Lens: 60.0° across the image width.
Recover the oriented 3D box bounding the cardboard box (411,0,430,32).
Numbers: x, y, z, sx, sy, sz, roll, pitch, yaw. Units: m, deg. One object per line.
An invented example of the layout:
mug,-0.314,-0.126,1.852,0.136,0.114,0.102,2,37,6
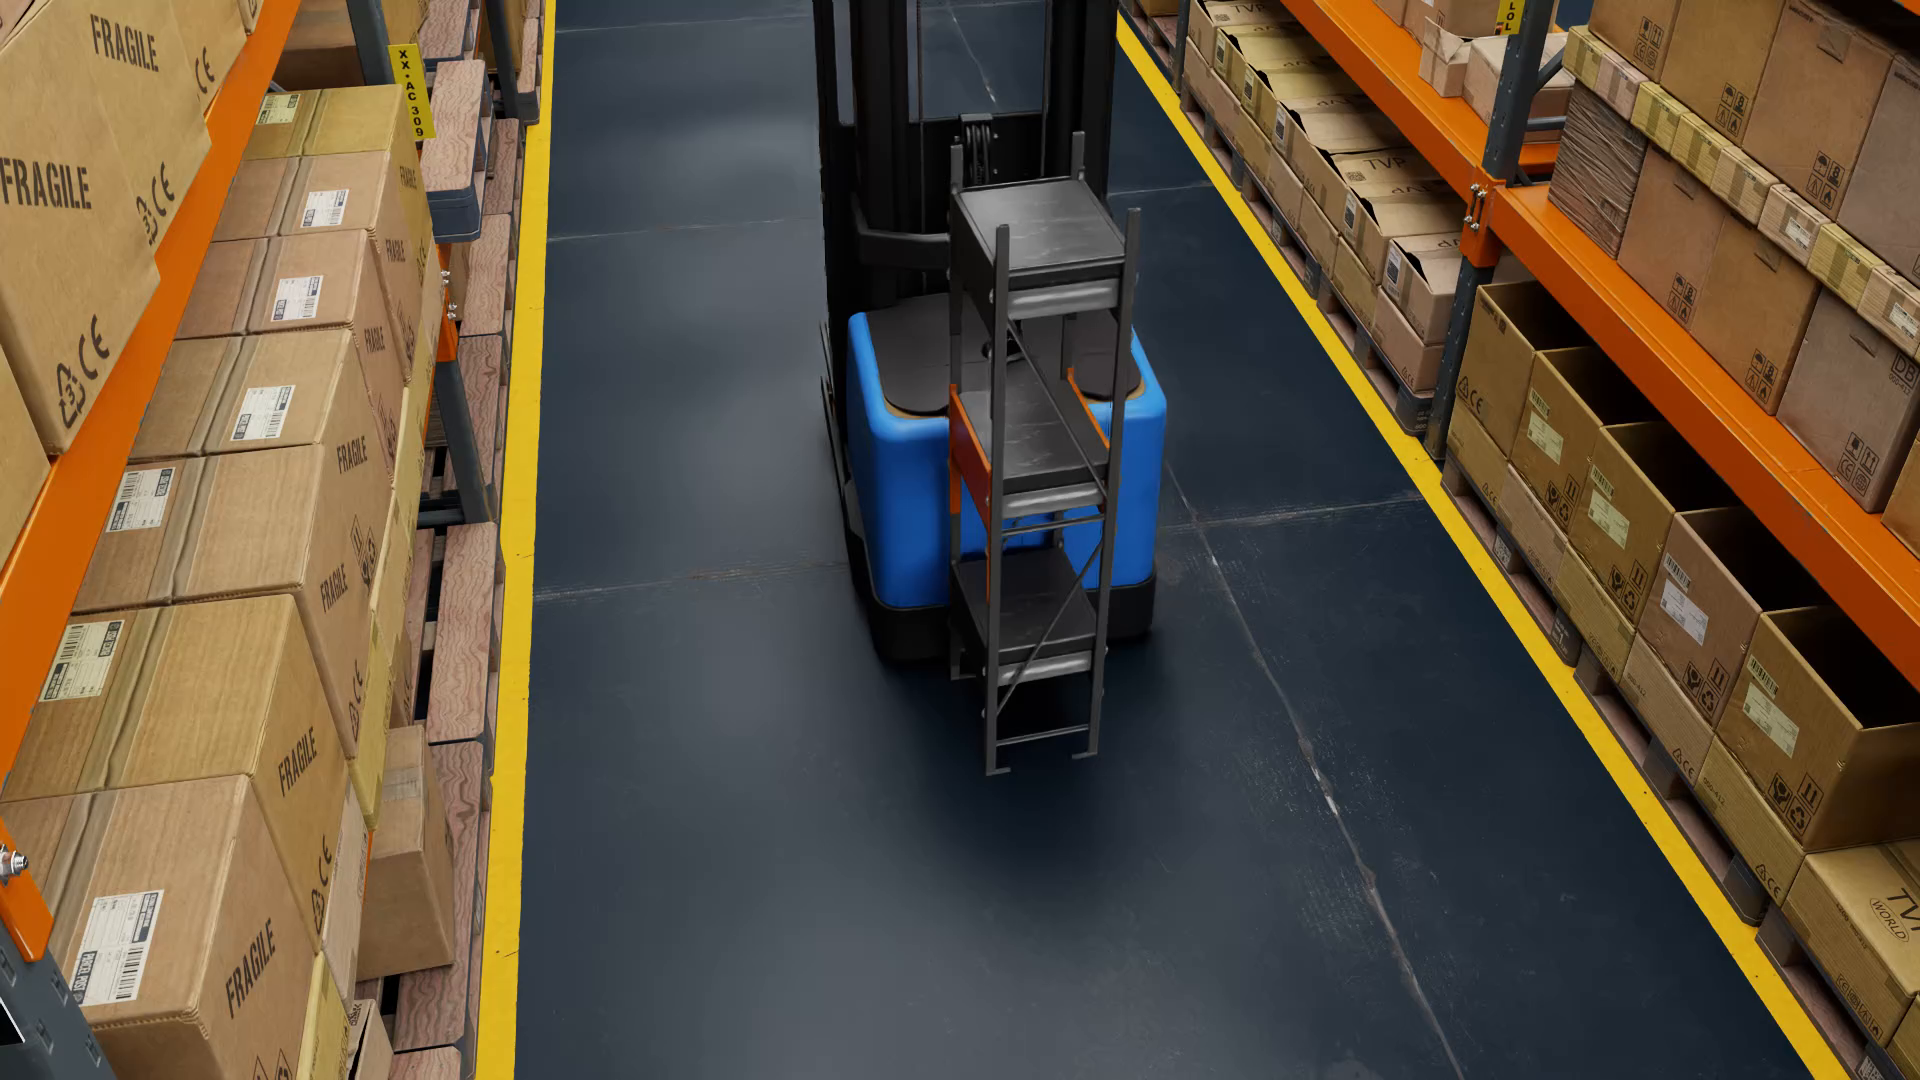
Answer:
cardboard box,-2.642,-2.333,6.868,0.700,0.500,0.500,-1,38,-2

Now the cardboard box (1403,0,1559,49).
cardboard box,2.316,-2.434,7.357,0.500,0.500,0.500,-4,38,-5

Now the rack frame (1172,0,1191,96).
rack frame,1.826,-4.027,9.488,1.000,3.000,0.127,-6,38,-8

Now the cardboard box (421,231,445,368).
cardboard box,-1.968,-0.771,5.403,0.500,0.250,0.500,-6,38,-8

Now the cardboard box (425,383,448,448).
cardboard box,-2.494,-0.705,6.892,0.700,0.500,0.500,-5,38,-6

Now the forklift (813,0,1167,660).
forklift,-0.017,-1.620,6.447,1.130,2.935,3.031,-6,38,-7

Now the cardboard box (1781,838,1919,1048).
cardboard box,2.744,1.132,4.747,0.500,0.250,0.500,-6,38,-8

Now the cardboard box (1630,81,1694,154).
cardboard box,2.475,-1.416,5.518,0.380,0.149,0.250,-7,38,-9

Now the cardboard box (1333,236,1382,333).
cardboard box,2.082,-1.216,7.769,0.500,0.250,0.500,-7,38,-9

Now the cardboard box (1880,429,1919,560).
cardboard box,2.981,-0.135,4.397,0.700,0.500,0.500,-6,38,-8

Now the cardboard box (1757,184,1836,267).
cardboard box,2.614,-0.945,4.912,0.380,0.149,0.250,-7,38,-9

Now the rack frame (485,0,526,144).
rack frame,-3.050,-3.492,8.800,1.000,3.000,0.127,-6,38,-8

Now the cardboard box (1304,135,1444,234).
cardboard box,1.991,-1.741,7.988,0.500,0.311,0.500,-6,38,-8

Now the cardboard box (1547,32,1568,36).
cardboard box,2.573,-2.069,7.173,0.380,0.149,0.250,-6,38,-8

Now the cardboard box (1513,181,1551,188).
cardboard box,2.617,-1.492,7.667,0.500,0.311,0.500,-7,38,-8

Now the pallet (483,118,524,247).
pallet,-2.915,-1.919,9.047,1.003,0.211,1.213,-6,38,-8

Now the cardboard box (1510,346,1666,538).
cardboard box,2.396,-0.372,6.072,0.500,0.500,0.500,-6,38,-8

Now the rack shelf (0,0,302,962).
rack shelf,-1.998,-0.768,3.435,1.077,0.370,4.000,-6,38,-8

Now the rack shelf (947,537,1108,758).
rack shelf,0.221,0.366,5.723,0.431,0.518,0.480,-9,40,-11

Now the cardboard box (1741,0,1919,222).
cardboard box,2.788,-1.288,4.824,0.700,0.500,0.500,-6,38,-8

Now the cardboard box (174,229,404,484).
cardboard box,-1.791,-0.462,4.395,0.500,0.500,0.500,-7,38,-9

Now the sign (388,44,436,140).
sign,-1.816,-1.481,5.505,0.100,0.325,0.005,-6,38,-8

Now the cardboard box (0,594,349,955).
cardboard box,-1.512,0.475,3.188,0.500,0.500,0.500,-6,38,-8

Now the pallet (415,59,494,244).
pallet,-2.340,-1.477,6.363,1.003,0.211,1.213,-6,38,-8

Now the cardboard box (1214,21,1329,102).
cardboard box,1.729,-2.664,9.176,0.500,0.311,0.500,-7,38,-9

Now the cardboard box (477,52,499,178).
cardboard box,-2.873,-2.249,8.879,0.700,0.500,0.500,-6,38,-7

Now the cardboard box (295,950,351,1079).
cardboard box,-1.421,1.063,3.043,0.500,0.250,0.500,-7,38,-9

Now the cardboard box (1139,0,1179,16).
cardboard box,1.431,-3.753,10.815,0.500,0.500,0.500,-5,38,-6

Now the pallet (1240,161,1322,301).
pallet,2.142,-1.689,8.752,1.003,0.211,1.213,-6,38,-8

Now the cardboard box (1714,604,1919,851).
cardboard box,2.652,0.535,4.905,0.500,0.500,0.500,-6,38,-8

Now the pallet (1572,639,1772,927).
pallet,2.843,0.713,5.659,1.003,0.211,1.213,-6,38,-8

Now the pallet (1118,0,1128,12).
pallet,1.522,-4.116,11.876,1.003,0.211,1.213,-6,38,-8

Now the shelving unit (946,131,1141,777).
shelving unit,0.224,-0.190,5.276,0.431,2.100,0.503,-9,40,-11

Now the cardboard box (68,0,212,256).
cardboard box,-1.614,-0.762,2.743,0.500,0.500,0.500,-5,38,-6

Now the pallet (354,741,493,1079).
pallet,-1.979,1.166,5.078,1.003,0.211,1.213,-6,38,-8

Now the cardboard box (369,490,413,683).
cardboard box,-1.696,0.137,4.235,0.500,0.250,0.500,-6,38,-8

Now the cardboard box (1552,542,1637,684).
cardboard box,2.475,0.227,5.912,0.500,0.250,0.500,-6,38,-8

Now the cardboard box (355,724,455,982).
cardboard box,-1.860,0.933,4.783,0.700,0.500,0.500,-9,39,-11

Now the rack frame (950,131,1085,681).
rack frame,0.163,-0.338,5.460,0.400,2.100,0.015,-9,40,-11

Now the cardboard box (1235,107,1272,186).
cardboard box,1.815,-2.142,8.961,0.500,0.250,0.500,-7,38,-9

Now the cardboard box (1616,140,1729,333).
cardboard box,2.710,-1.065,5.595,0.700,0.500,0.500,-7,38,-8

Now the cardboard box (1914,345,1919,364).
cardboard box,2.746,-0.483,4.316,0.380,0.149,0.250,-5,38,-7
